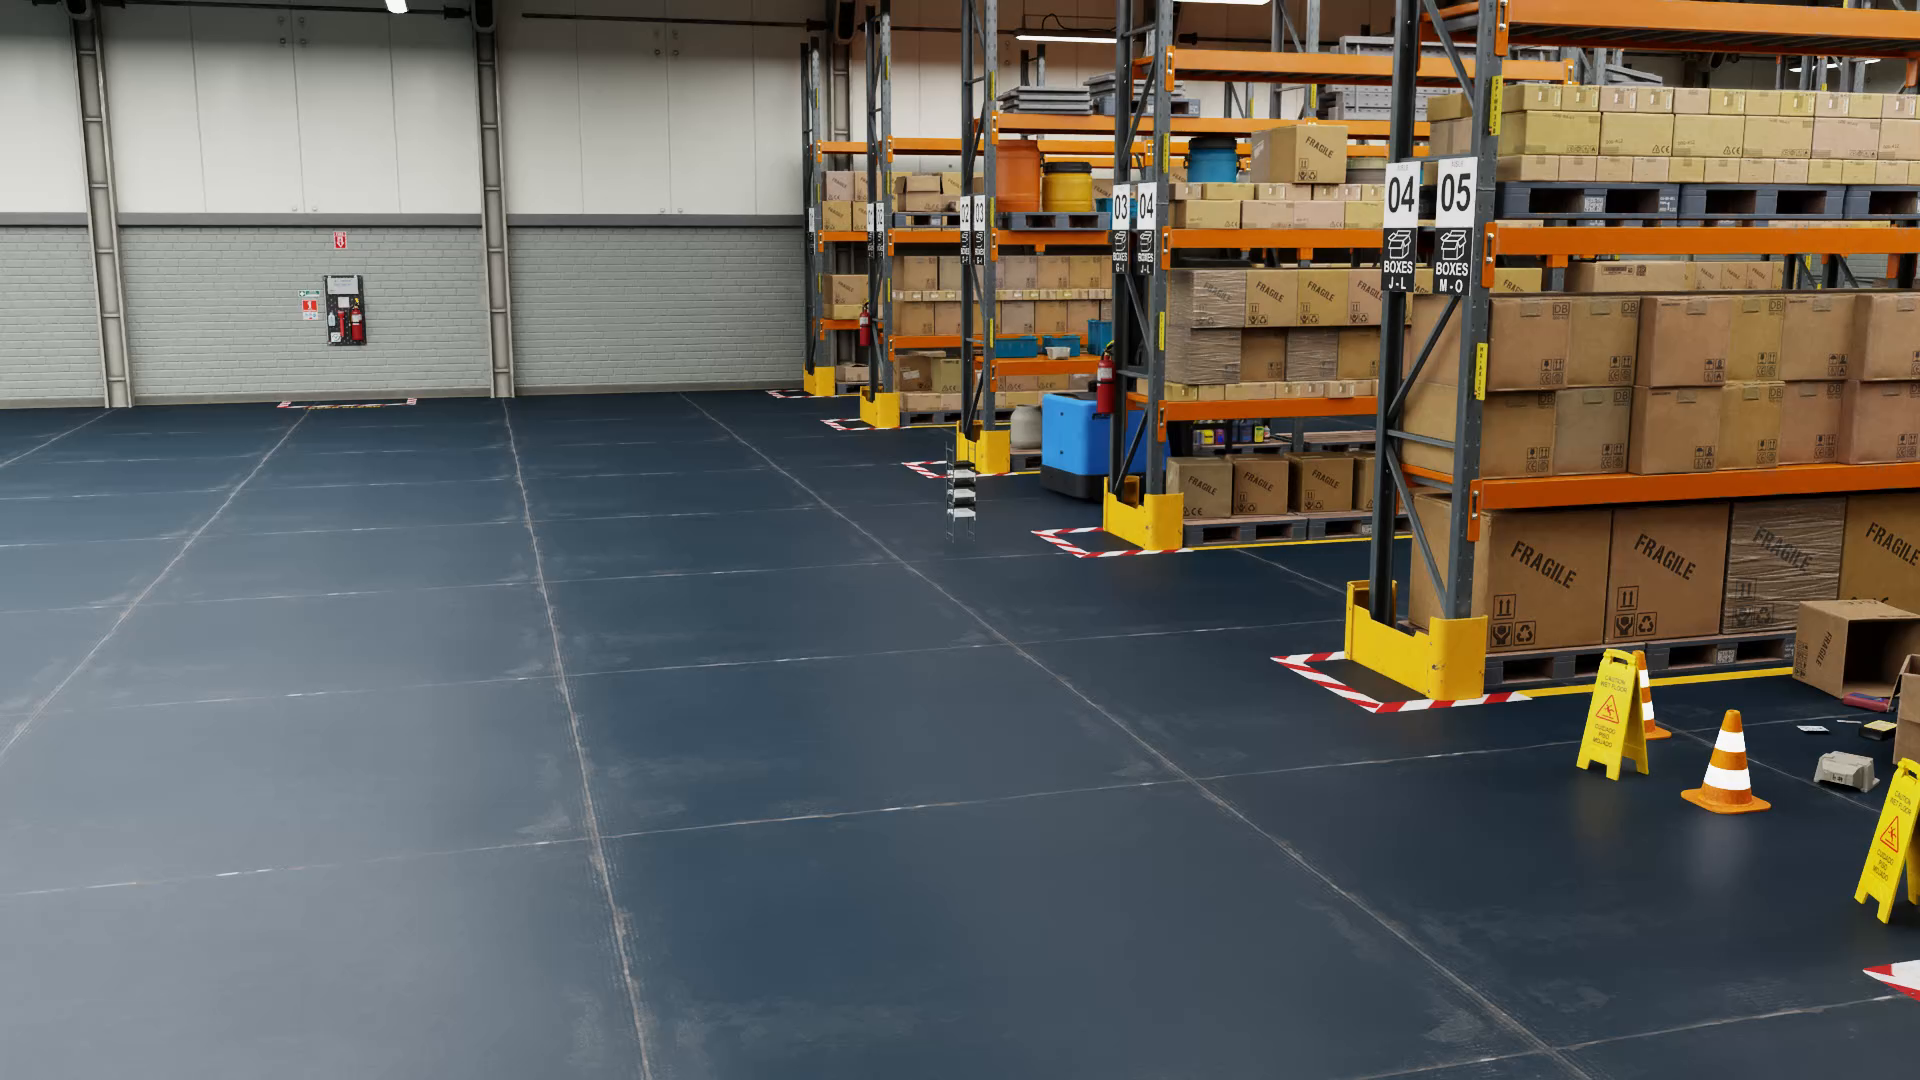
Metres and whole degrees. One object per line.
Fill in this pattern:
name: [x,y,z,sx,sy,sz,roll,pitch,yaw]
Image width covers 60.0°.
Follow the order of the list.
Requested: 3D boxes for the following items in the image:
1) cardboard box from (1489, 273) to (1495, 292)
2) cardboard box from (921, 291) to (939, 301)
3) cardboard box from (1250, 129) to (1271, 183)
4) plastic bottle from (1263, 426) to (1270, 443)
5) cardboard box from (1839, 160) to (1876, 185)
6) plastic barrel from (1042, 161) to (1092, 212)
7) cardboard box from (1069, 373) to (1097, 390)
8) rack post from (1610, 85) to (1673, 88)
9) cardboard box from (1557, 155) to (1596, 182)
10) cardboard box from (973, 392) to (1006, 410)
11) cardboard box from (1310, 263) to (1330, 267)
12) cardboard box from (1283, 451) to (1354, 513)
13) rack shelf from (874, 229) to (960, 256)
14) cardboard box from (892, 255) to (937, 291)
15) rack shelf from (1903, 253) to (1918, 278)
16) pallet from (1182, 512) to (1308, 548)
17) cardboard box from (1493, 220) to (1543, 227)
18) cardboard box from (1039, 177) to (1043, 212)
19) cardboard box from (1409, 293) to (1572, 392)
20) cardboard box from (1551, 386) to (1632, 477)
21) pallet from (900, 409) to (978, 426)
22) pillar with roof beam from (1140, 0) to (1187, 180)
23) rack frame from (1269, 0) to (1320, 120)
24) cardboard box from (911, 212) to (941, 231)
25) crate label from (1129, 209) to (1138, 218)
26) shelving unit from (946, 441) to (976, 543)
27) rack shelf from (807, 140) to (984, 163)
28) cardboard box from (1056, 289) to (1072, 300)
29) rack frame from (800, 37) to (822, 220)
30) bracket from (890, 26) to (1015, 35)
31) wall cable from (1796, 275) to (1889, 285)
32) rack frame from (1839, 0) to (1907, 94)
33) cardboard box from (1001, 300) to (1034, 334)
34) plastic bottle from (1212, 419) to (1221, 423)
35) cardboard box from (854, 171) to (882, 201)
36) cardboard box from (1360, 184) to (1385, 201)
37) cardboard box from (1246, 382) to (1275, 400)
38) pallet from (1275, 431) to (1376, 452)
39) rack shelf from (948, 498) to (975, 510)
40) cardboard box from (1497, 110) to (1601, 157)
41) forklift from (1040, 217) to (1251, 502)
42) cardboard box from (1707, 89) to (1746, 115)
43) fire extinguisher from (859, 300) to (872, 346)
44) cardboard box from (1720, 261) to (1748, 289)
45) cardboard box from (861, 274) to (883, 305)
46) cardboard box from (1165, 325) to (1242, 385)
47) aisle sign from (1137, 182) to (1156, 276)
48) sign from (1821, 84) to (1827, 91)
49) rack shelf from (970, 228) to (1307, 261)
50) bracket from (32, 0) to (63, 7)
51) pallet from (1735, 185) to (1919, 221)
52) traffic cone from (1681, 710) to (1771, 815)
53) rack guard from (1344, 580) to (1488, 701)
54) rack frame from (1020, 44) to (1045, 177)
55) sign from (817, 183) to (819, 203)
cardboard box: [4.604,-2.276,15.467,0.500,0.500,0.500,-3,11,-16]
cardboard box: [-0.477,-3.569,24.284,0.250,0.149,0.380,-3,11,-17]
cardboard box: [3.016,-3.521,15.329,0.500,0.500,0.500,-3,11,-16]
plastic bottle: [3.793,-1.313,20.613,0.097,0.201,0.097,0,10,0]
cardboard box: [5.493,-2.299,10.427,0.250,0.149,0.380,-3,11,-15]
plastic barrel: [1.273,-4.197,19.800,0.600,0.588,0.600,0,10,0]
cardboard box: [1.806,-2.545,25.154,0.500,0.500,0.500,-3,11,-16]
rack post: [8.579,-5.705,21.594,0.937,0.300,0.954,-3,11,-16]
cardboard box: [3.551,-2.197,9.872,0.250,0.149,0.380,-3,11,-15]
cardboard box: [0.369,-2.098,24.798,0.500,0.250,0.500,-3,11,-16]
cardboard box: [6.629,-5.076,31.313,0.500,0.250,0.500,-3,11,-16]
cardboard box: [3.373,-0.553,15.712,0.500,0.500,0.500,-2,11,-11]
rack shelf: [0.753,-4.427,24.715,4.000,0.370,1.077,-3,11,-16]
cardboard box: [-0.664,-3.916,24.376,0.500,0.500,0.700,-3,11,-16]
rack shelf: [8.648,-2.040,11.748,4.000,0.370,1.077,-3,11,-16]
pallet: [2.461,-0.150,15.480,1.213,0.211,1.003,-3,11,-16]
cardboard box: [5.074,-3.018,15.486,0.500,0.250,0.500,-3,11,-14]
cardboard box: [1.057,-5.147,24.806,0.637,0.503,0.797,-2,11,-10]
cardboard box: [3.255,-1.232,10.259,0.550,0.550,0.875,-3,11,-16]
cardboard box: [3.753,-0.747,10.608,0.550,0.550,0.875,-3,11,-16]
pallet: [-0.444,-1.879,24.874,1.213,0.211,1.003,-3,11,-16]
pillar with roof beam: [4.839,-6.757,27.099,0.548,9.000,9.100,-3,11,-16]
rack frame: [4.054,-5.496,20.250,0.127,3.000,1.000,-3,11,-16]
cardboard box: [-0.633,-5.652,29.050,0.500,0.500,0.500,-2,11,-12]
crate label: [2.103,-3.783,19.638,0.408,0.251,0.502,-3,11,-16]
shelving unit: [0.008,-0.443,15.171,0.210,0.900,0.258,-3,11,-16]
rack shelf: [-0.635,-6.762,29.121,4.000,0.370,1.077,-3,11,-16]
cardboard box: [1.495,-3.673,24.849,0.250,0.149,0.380,-3,11,-16]
rack frame: [-2.555,-7.016,28.505,0.127,3.000,1.000,-3,11,-16]
bracket: [0.847,-9.062,29.676,4.783,0.066,0.076,-3,11,-16]
wall cable: [18.338,-6.523,34.402,0.112,2.526,3.097,-3,11,-16]
rack frame: [9.279,-4.838,16.673,0.127,3.000,1.000,-3,11,-16]
cardboard box: [0.770,-3.354,24.907,0.500,0.500,0.700,-3,11,-14]
plastic bottle: [3.204,-1.466,21.027,0.185,0.351,0.144,-3,11,-16]
cardboard box: [-1.622,-6.085,28.642,0.500,0.500,0.500,-3,11,-17]
cardboard box: [3.660,-3.150,15.102,0.250,0.149,0.380,-3,11,-18]
cardboard box: [2.662,-1.367,15.086,0.250,0.149,0.380,-3,11,-16]
pallet: [4.798,-1.221,21.298,1.213,0.211,1.003,-3,11,-16]
rack shelf: [0.008,-0.322,15.193,0.200,0.077,0.258,-3,11,-16]
cardboard box: [3.423,-2.398,9.864,0.500,0.250,0.500,-3,11,-16]
forklift: [2.439,-1.988,17.954,3.031,2.935,1.130,-4,11,-22]
cardboard box: [4.518,-2.640,10.077,0.250,0.149,0.380,-3,11,-17]
fire extinguisher: [-1.410,-3.241,24.785,0.183,0.674,0.296,-3,11,-16]
cardboard box: [12.863,-4.432,28.002,0.500,0.500,0.500,-3,11,-14]
cardboard box: [-1.536,-4.366,28.966,0.500,0.500,0.500,-3,11,-16]
cardboard box: [2.134,-1.701,15.106,0.500,0.500,0.875,-3,11,-16]
aisle sign: [1.623,-2.705,14.481,0.004,0.787,0.394,-3,11,-16]
sign: [14.331,-7.404,27.598,0.005,0.325,0.100,-3,11,-16]
rack shelf: [2.134,-3.566,20.037,4.000,0.370,1.077,-3,11,-16]
bracket: [-13.946,-8.282,25.441,0.430,0.232,0.235,-3,11,-16]
pallet: [5.940,-2.209,10.926,1.213,0.211,1.003,-3,11,-16]
traffic cone: [3.784,1.066,8.180,0.334,0.463,0.336,-3,11,-16]
rack guard: [2.864,0.616,10.525,0.348,0.500,1.175,-3,11,-16]
rack frame: [1.285,-7.218,29.605,0.127,3.000,1.000,-3,11,-16]
sign: [-2.403,-5.876,28.186,0.005,0.325,0.100,-3,11,-16]
